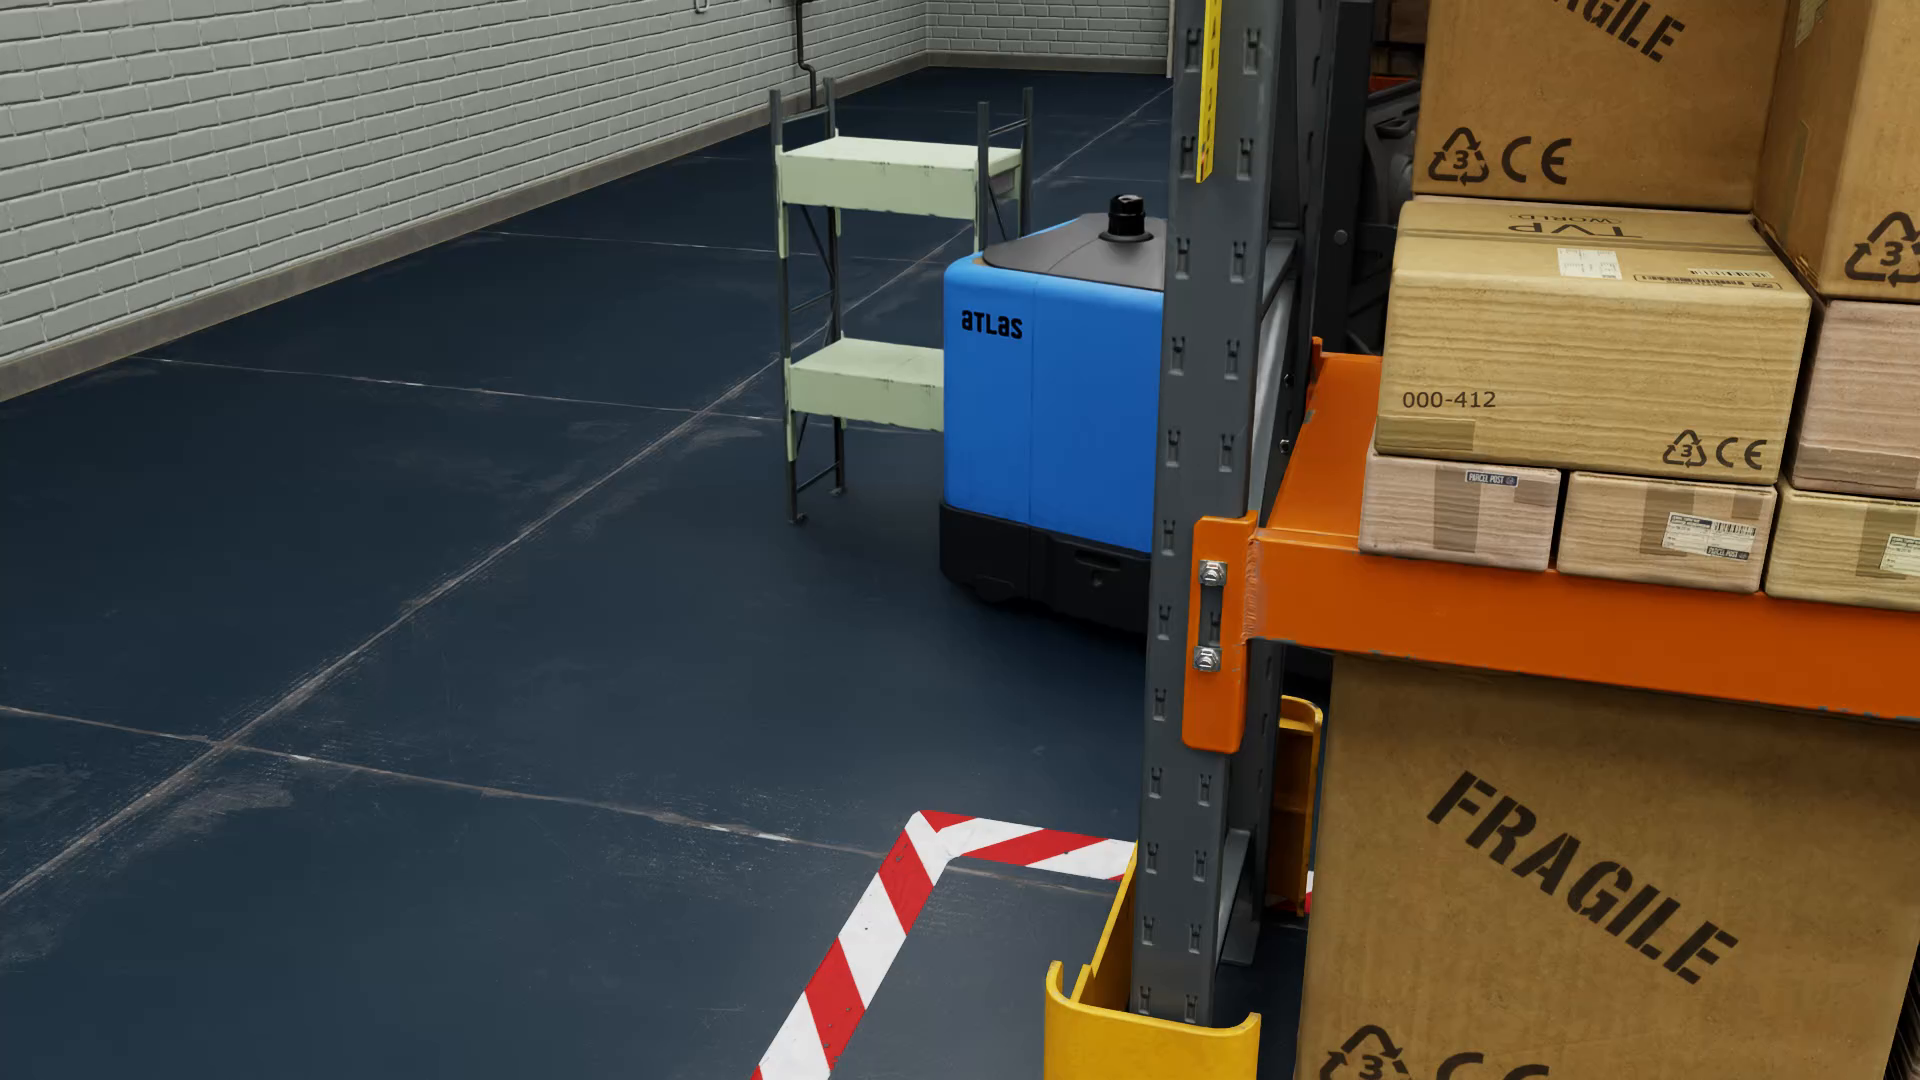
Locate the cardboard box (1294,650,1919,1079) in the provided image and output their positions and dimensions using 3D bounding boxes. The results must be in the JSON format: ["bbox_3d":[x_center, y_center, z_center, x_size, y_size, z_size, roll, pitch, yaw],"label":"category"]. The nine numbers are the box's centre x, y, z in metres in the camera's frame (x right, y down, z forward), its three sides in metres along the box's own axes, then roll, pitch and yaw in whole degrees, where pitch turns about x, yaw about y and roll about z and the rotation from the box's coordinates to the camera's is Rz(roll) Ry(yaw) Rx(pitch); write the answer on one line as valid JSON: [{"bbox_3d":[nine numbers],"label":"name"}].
[{"bbox_3d":[1.116,0.450,2.966,0.875,0.875,0.875,7,23,16],"label":"cardboard box"}]

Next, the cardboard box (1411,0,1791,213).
[{"bbox_3d":[1.022,-0.837,2.675,0.500,0.500,0.500,7,23,16],"label":"cardboard box"}]

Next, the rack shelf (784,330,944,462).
[{"bbox_3d":[-0.188,-0.462,5.780,0.720,0.370,0.431,10,24,22],"label":"rack shelf"}]

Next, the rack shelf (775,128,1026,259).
[{"bbox_3d":[-0.188,-1.125,5.508,0.720,0.370,0.431,10,24,22],"label":"rack shelf"}]

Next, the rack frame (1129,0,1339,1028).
[{"bbox_3d":[0.480,-0.380,2.743,0.127,3.000,1.000,7,23,16],"label":"rack frame"}]

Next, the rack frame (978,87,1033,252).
[{"bbox_3d":[0.146,-0.707,5.517,0.023,1.500,0.400,10,24,22],"label":"rack frame"}]

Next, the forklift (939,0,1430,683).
[{"bbox_3d":[1.450,-1.039,4.442,3.031,2.935,1.130,14,26,30],"label":"forklift"}]

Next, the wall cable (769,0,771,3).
[{"bbox_3d":[-1.664,-5.576,14.073,0.122,1.984,0.588,7,23,16],"label":"wall cable"}]

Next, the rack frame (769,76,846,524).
[{"bbox_3d":[-0.522,-0.821,5.795,0.023,1.500,0.400,10,24,22],"label":"rack frame"}]

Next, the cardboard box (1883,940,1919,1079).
[{"bbox_3d":[1.987,0.550,2.723,0.875,0.875,0.875,7,23,16],"label":"cardboard box"}]

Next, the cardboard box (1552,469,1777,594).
[{"bbox_3d":[0.970,-0.077,2.336,0.250,0.149,0.380,6,23,15],"label":"cardboard box"}]

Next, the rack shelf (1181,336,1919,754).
[{"bbox_3d":[2.395,0.173,2.345,4.000,0.370,1.077,7,23,16],"label":"rack shelf"}]

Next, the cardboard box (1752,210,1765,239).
[{"bbox_3d":[1.506,-0.435,2.684,0.500,0.250,0.500,6,23,15],"label":"cardboard box"}]

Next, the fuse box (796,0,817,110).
[{"bbox_3d":[-1.316,-4.741,15.073,0.414,1.711,0.539,7,23,16],"label":"fuse box"}]

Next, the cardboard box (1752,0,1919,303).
[{"bbox_3d":[1.340,-0.589,2.071,0.500,0.500,0.500,6,23,14],"label":"cardboard box"}]

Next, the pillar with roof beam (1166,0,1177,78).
[{"bbox_3d":[1.208,-7.618,12.485,0.400,9.000,9.100,7,23,16],"label":"pillar with roof beam"}]

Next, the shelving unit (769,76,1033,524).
[{"bbox_3d":[-0.188,-0.764,5.656,0.755,1.500,0.431,10,24,22],"label":"shelving unit"}]

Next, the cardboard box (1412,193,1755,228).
[{"bbox_3d":[1.020,-0.491,2.820,0.500,0.250,0.500,6,23,15],"label":"cardboard box"}]

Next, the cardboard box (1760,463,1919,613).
[{"bbox_3d":[1.216,-0.049,2.268,0.250,0.149,0.380,6,23,14],"label":"cardboard box"}]

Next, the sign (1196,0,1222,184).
[{"bbox_3d":[0.314,-0.616,2.074,0.005,0.325,0.100,7,23,16],"label":"sign"}]

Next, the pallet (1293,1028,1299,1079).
[{"bbox_3d":[1.268,0.970,3.128,1.213,0.211,1.003,7,23,16],"label":"pallet"}]

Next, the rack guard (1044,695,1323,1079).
[{"bbox_3d":[0.457,0.774,3.224,0.348,0.500,1.175,7,23,16],"label":"rack guard"}]

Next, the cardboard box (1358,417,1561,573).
[{"bbox_3d":[0.724,-0.105,2.403,0.250,0.149,0.380,7,23,16],"label":"cardboard box"}]

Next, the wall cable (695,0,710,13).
[{"bbox_3d":[-2.063,-5.074,12.808,0.123,1.953,0.585,7,23,16],"label":"wall cable"}]

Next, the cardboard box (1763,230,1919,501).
[{"bbox_3d":[1.361,-0.242,2.214,0.500,0.250,0.500,6,23,15],"label":"cardboard box"}]

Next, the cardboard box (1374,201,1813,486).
[{"bbox_3d":[0.861,-0.297,2.347,0.500,0.250,0.500,6,23,14],"label":"cardboard box"}]
